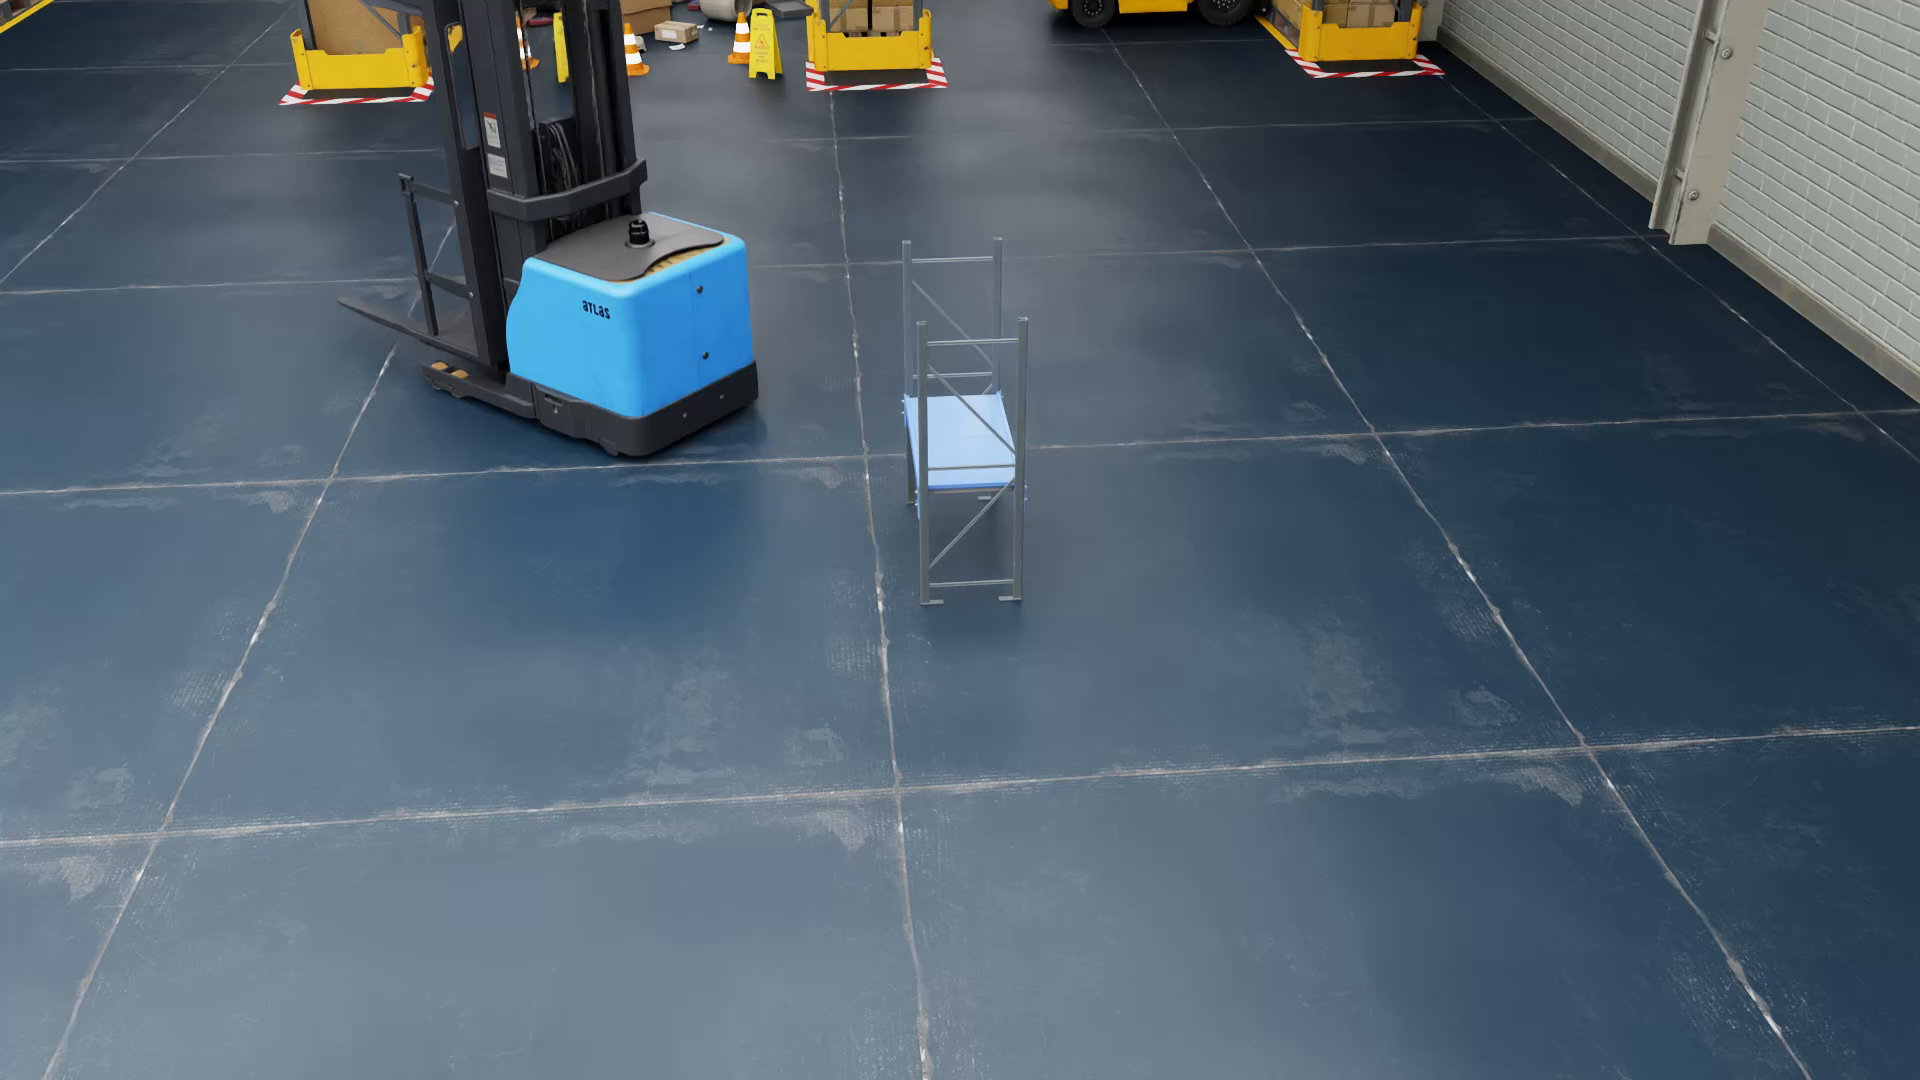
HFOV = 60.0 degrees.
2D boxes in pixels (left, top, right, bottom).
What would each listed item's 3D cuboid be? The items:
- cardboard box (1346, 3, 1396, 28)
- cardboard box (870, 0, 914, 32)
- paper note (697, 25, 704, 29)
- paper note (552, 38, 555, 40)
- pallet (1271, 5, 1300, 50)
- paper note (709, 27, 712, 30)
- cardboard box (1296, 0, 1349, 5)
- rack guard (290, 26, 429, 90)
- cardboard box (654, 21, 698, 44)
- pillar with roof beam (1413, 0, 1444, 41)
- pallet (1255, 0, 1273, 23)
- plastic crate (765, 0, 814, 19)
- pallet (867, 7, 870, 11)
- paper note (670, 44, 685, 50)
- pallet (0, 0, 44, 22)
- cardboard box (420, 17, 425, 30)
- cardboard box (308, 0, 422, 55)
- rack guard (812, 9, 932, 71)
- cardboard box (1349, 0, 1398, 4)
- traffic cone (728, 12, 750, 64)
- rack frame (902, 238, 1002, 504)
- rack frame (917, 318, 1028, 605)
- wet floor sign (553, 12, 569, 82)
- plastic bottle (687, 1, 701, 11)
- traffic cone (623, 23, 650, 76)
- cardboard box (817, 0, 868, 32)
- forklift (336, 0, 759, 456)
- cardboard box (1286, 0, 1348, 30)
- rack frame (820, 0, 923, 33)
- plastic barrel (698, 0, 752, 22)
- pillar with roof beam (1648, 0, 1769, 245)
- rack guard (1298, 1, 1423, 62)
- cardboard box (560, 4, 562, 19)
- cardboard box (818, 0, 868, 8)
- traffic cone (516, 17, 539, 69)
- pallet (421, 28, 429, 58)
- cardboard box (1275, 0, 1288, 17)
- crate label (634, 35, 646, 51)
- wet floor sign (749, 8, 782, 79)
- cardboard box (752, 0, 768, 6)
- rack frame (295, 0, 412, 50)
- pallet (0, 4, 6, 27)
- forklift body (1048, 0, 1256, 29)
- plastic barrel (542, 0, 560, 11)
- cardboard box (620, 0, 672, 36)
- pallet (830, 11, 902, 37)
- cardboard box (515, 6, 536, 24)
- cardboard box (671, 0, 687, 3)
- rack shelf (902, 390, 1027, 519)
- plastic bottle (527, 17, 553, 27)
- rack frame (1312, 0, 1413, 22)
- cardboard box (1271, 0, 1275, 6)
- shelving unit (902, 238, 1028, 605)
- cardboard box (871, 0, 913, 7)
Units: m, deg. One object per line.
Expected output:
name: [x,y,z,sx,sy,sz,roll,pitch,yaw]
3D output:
cardboard box: [4.219,-5.532,17.358,0.500,0.250,0.500,-3,31,-4]
cardboard box: [-0.672,-5.457,17.233,0.500,0.250,0.500,-3,31,-5]
paper note: [-2.872,-5.581,18.074,0.148,0.019,0.142,8,32,13]
paper note: [-4.243,-5.329,17.643,0.144,0.017,0.142,8,32,13]
pallet: [3.957,-5.463,17.690,1.003,0.211,1.213,-3,31,-5]
paper note: [-2.703,-5.536,18.008,0.032,0.001,0.123,-3,31,-5]
cardboard box: [3.713,-5.720,17.185,0.500,0.250,0.500,-3,31,-5]
rack guard: [-5.788,-4.658,16.061,1.175,0.500,0.348,-3,31,-5]
cardboard box: [-3.005,-5.380,17.612,0.380,0.149,0.250,13,33,21]
pillar with roof beam: [0.616,-9.040,15.109,9.100,9.000,0.400,-3,31,-5]
pallet: [3.846,-6.085,18.731,1.003,0.211,1.213,-3,31,-5]
plastic crate: [-1.915,-5.980,18.684,0.402,0.080,0.583,-14,33,-22]
pallet: [-1.030,-5.912,18.441,1.003,0.211,1.213,-3,31,-5]
paper note: [-2.942,-5.145,17.333,0.148,0.019,0.142,-14,33,-22]
pallet: [-11.014,-6.061,18.691,1.003,0.211,1.213,-3,31,-5]
cardboard box: [-6.004,-5.804,17.204,0.875,0.875,0.875,-3,31,-5]
cardboard box: [-5.920,-5.354,16.452,0.875,0.875,0.875,-3,31,-4]
rack guard: [-0.879,-4.998,16.629,1.175,0.500,0.348,-3,31,-5]
cardboard box: [4.233,-5.736,17.213,0.500,0.250,0.500,-2,31,-4]
traffic cone: [-2.196,-5.101,16.838,0.336,0.463,0.334,-3,31,-5]
rack frame: [-0.040,-0.860,8.727,0.500,1.500,0.032,-3,31,-5]
rack frame: [0.055,-0.341,7.858,0.500,1.500,0.032,-3,31,-5]
wet floor sign: [-3.817,-4.813,16.178,0.267,0.644,0.232,-8,32,-13]
plastic bottle: [-2.992,-6.064,18.843,0.133,0.061,0.283,2,31,4]
traffic cone: [-3.270,-4.874,16.458,0.336,0.463,0.334,-3,31,-5]
cardboard box: [-1.217,-5.444,17.211,0.500,0.250,0.500,-3,31,-5]
forklift: [-2.704,-2.327,9.787,3.031,2.935,1.130,21,37,31]
cardboard box: [3.711,-5.496,17.299,0.500,0.250,0.500,-3,31,-4]
rack frame: [-0.872,-6.032,15.924,1.000,3.000,0.127,-3,31,-5]
plastic barrel: [-2.572,-5.908,18.228,0.512,0.421,0.421,20,36,29]
pillar with roof beam: [1.177,-5.976,9.980,9.100,9.000,0.400,-3,31,-5]
rack guard: [4.072,-5.186,16.945,1.175,0.500,0.348,-3,31,-5]
cardboard box: [-4.170,-5.822,18.239,0.396,0.266,0.258,2,31,4]
cardboard box: [-1.206,-5.750,16.993,0.500,0.500,0.500,-3,31,-4]
traffic cone: [-4.426,-4.993,16.658,0.336,0.463,0.334,-3,31,-5]
pallet: [-5.943,-4.951,16.832,1.003,0.211,1.213,-3,31,-5]
cardboard box: [3.674,-5.751,17.724,0.500,0.250,0.500,-3,31,-5]
crate label: [-3.405,-5.132,17.209,0.250,0.136,0.298,-20,36,-30]
wet floor sign: [-1.919,-4.873,16.279,0.267,0.644,0.232,8,32,13]
cardboard box: [-2.500,-6.390,18.958,0.500,0.500,0.500,20,36,29]
rack frame: [-5.791,-5.743,15.440,1.000,3.000,0.127,-3,31,-5]
pallet: [-10.897,-5.437,17.646,1.003,0.211,1.213,-3,31,-5]
forklift body: [2.076,-6.788,18.017,2.313,2.155,1.214,-3,31,-5]
plastic barrel: [-4.531,-6.174,18.673,0.512,0.421,0.421,20,36,29]
cardboard box: [-3.556,-5.736,17.862,0.637,0.503,0.797,27,40,37]
pallet: [-0.920,-5.290,17.401,1.003,0.211,1.213,-3,31,-5]
cardboard box: [-4.998,-5.970,18.255,0.500,0.500,0.500,2,31,4]
cardboard box: [-3.306,-6.382,19.175,0.396,0.266,0.258,27,40,37]
rack shelf: [0.008,-0.446,8.385,0.538,0.185,1.000,-3,31,-5]
plastic bottle: [-4.579,-5.673,18.188,0.283,0.061,0.133,-14,33,-22]
rack frame: [4.070,-6.272,16.325,1.000,3.000,0.127,-3,31,-5]
cardboard box: [3.637,-6.007,18.153,0.500,0.250,0.500,-2,31,-4]
shelving unit: [0.008,-0.600,8.292,0.538,1.500,1.048,-3,31,-5]
cardboard box: [-0.675,-5.791,17.061,0.500,0.500,0.500,-4,31,-6]
